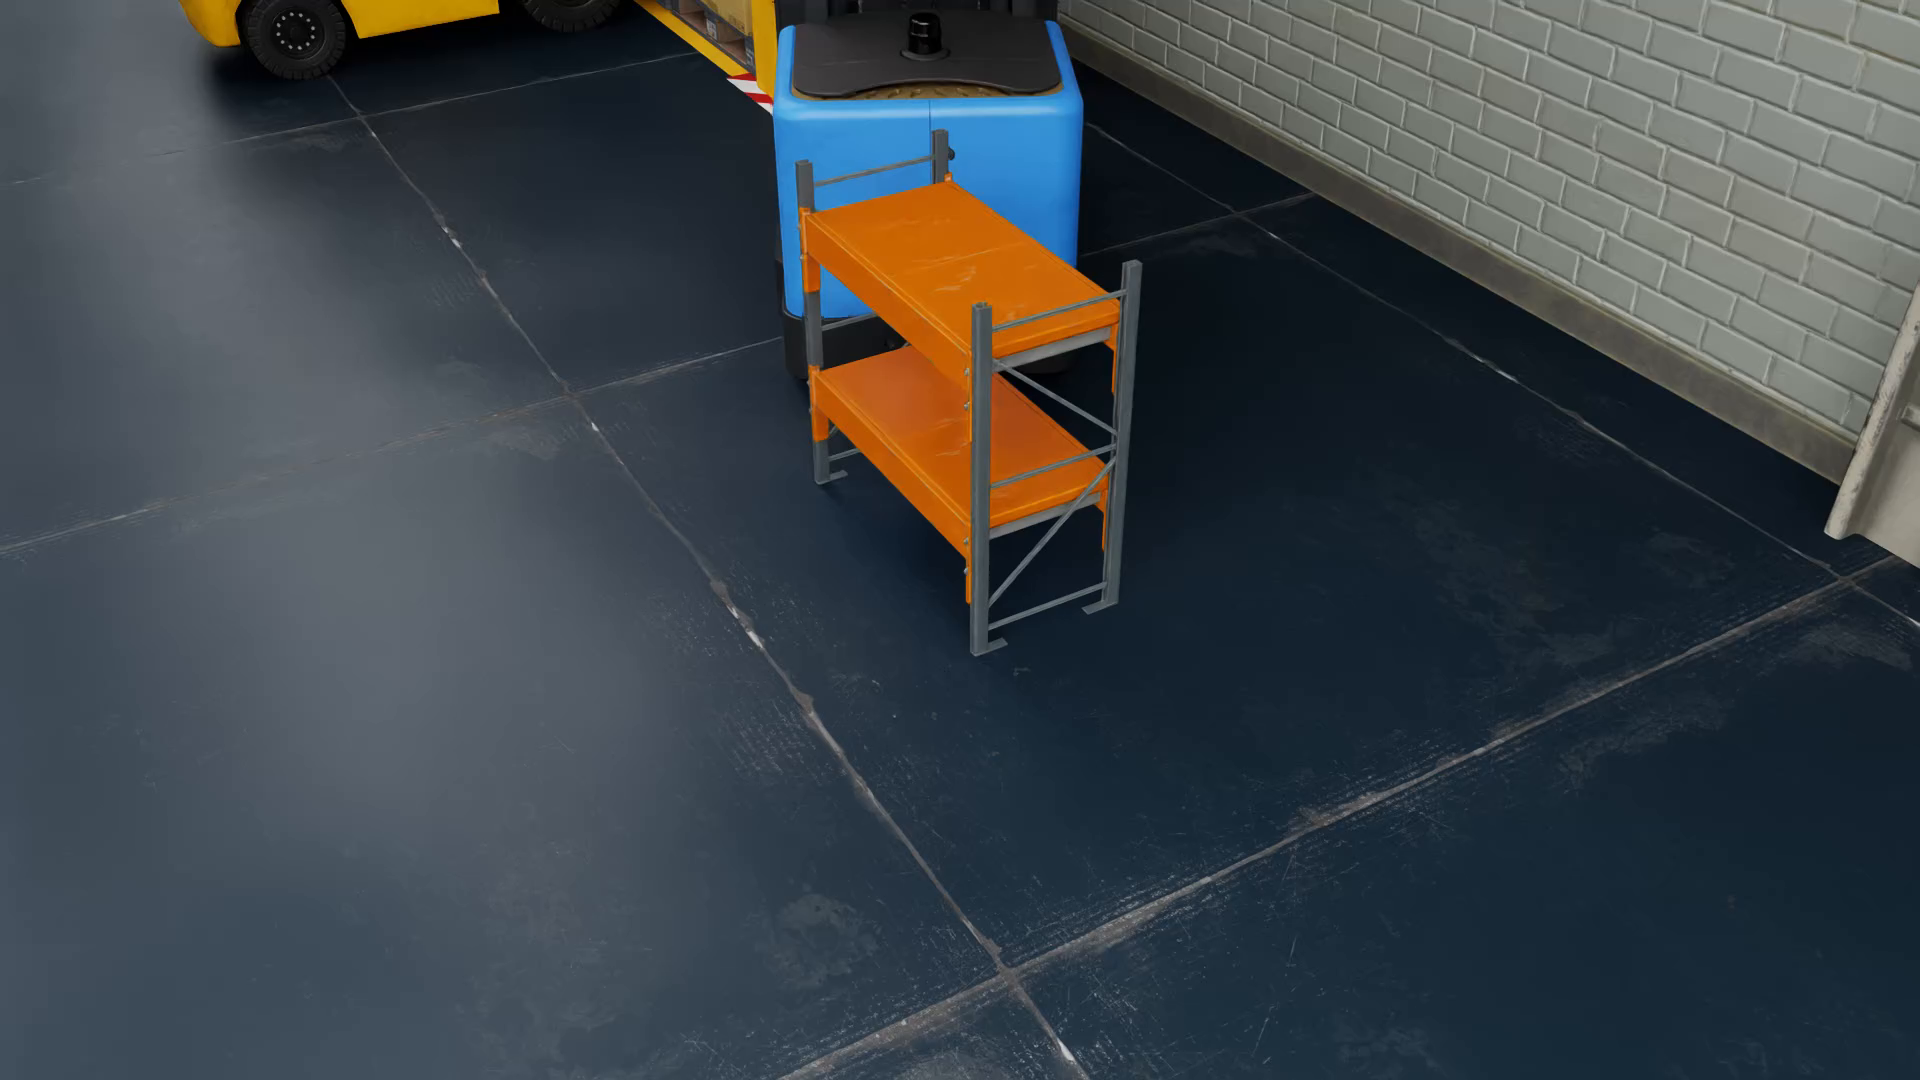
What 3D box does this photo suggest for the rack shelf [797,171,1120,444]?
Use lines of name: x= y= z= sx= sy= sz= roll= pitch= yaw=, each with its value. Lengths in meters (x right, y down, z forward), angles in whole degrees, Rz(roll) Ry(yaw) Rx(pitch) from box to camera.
rack shelf: x=-0.003 y=-0.694 z=4.750 sx=0.538 sy=0.278 sz=1.000 roll=-19 pitch=40 yaw=-24

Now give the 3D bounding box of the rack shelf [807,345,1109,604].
rack shelf: x=-0.003 y=-0.260 z=5.067 sx=0.538 sy=0.278 sz=1.000 roll=-19 pitch=40 yaw=-24

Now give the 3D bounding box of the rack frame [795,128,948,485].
rack frame: x=-0.259 y=-0.717 z=5.278 sx=0.500 sy=1.125 sz=0.032 roll=-19 pitch=40 yaw=-24

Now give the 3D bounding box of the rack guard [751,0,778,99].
rack guard: x=-0.457 y=-2.600 z=8.386 sx=1.175 sy=0.500 sz=0.348 roll=-19 pitch=40 yaw=-24

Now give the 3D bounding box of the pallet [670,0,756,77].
pallet: x=-0.890 y=-2.873 z=9.005 sx=1.003 sy=0.211 sz=1.213 roll=-19 pitch=40 yaw=-24

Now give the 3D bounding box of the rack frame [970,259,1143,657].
rack frame: x=0.252 y=-0.198 z=4.568 sx=0.500 sy=1.125 sz=0.032 roll=-19 pitch=40 yaw=-24

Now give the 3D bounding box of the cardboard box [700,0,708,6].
cardboard box: x=-1.220 y=-3.084 z=8.904 sx=0.500 sy=0.250 sz=0.500 roll=-19 pitch=40 yaw=-24

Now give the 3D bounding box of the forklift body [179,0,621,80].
forklift body: x=-2.999 y=-3.706 z=8.500 sx=2.313 sy=2.155 sz=1.214 roll=-19 pitch=40 yaw=-24

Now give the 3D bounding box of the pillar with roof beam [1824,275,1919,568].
pillar with roof beam: x=-0.748 y=-2.331 z=0.812 sx=9.100 sy=9.000 sz=0.400 roll=-19 pitch=40 yaw=-24

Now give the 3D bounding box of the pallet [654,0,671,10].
pallet: x=-1.499 y=-3.495 z=9.856 sx=1.003 sy=0.211 sz=1.213 roll=-19 pitch=40 yaw=-24

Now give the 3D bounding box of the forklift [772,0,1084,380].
forklift: x=-0.183 y=-2.598 z=6.322 sx=1.130 sy=2.935 sz=3.031 roll=-2 pitch=36 yaw=-3

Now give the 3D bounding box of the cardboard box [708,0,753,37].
cardboard box: x=-0.978 y=-2.827 z=8.553 sx=0.500 sy=0.250 sz=0.500 roll=-19 pitch=40 yaw=-24

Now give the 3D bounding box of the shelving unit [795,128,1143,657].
shelving unit: x=-0.003 y=-0.458 z=4.923 sx=0.538 sy=1.125 sz=1.048 roll=-19 pitch=40 yaw=-24
